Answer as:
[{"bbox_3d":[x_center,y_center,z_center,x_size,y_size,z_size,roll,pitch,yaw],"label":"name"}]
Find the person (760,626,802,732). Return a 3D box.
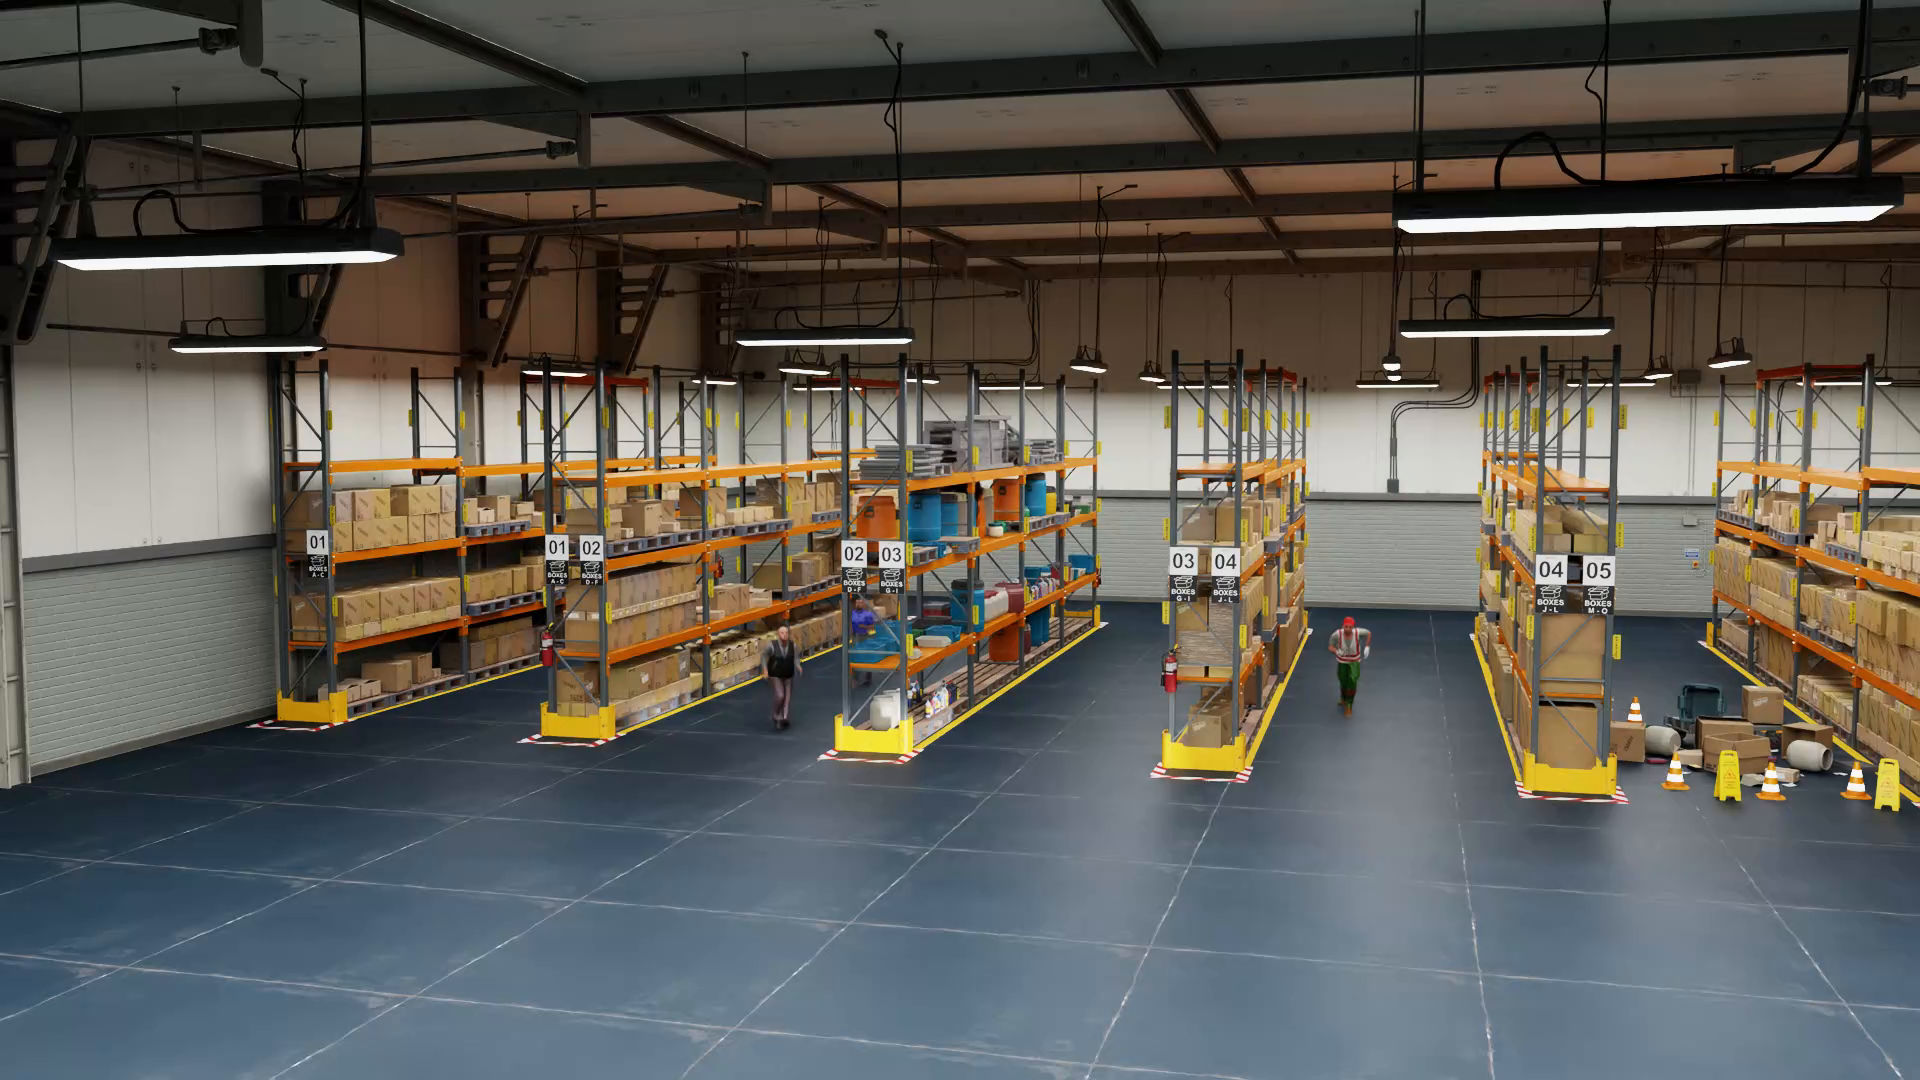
[{"bbox_3d":[-2.891,2.234,26.934,0.638,1.700,0.830,-2,4,-22],"label":"person"}]

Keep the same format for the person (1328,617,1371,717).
[{"bbox_3d":[6.649,2.139,28.455,0.713,1.732,1.030,1,4,10],"label":"person"}]

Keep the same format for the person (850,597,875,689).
[{"bbox_3d":[-1.868,1.924,31.349,0.579,1.683,0.744,1,4,15],"label":"person"}]
